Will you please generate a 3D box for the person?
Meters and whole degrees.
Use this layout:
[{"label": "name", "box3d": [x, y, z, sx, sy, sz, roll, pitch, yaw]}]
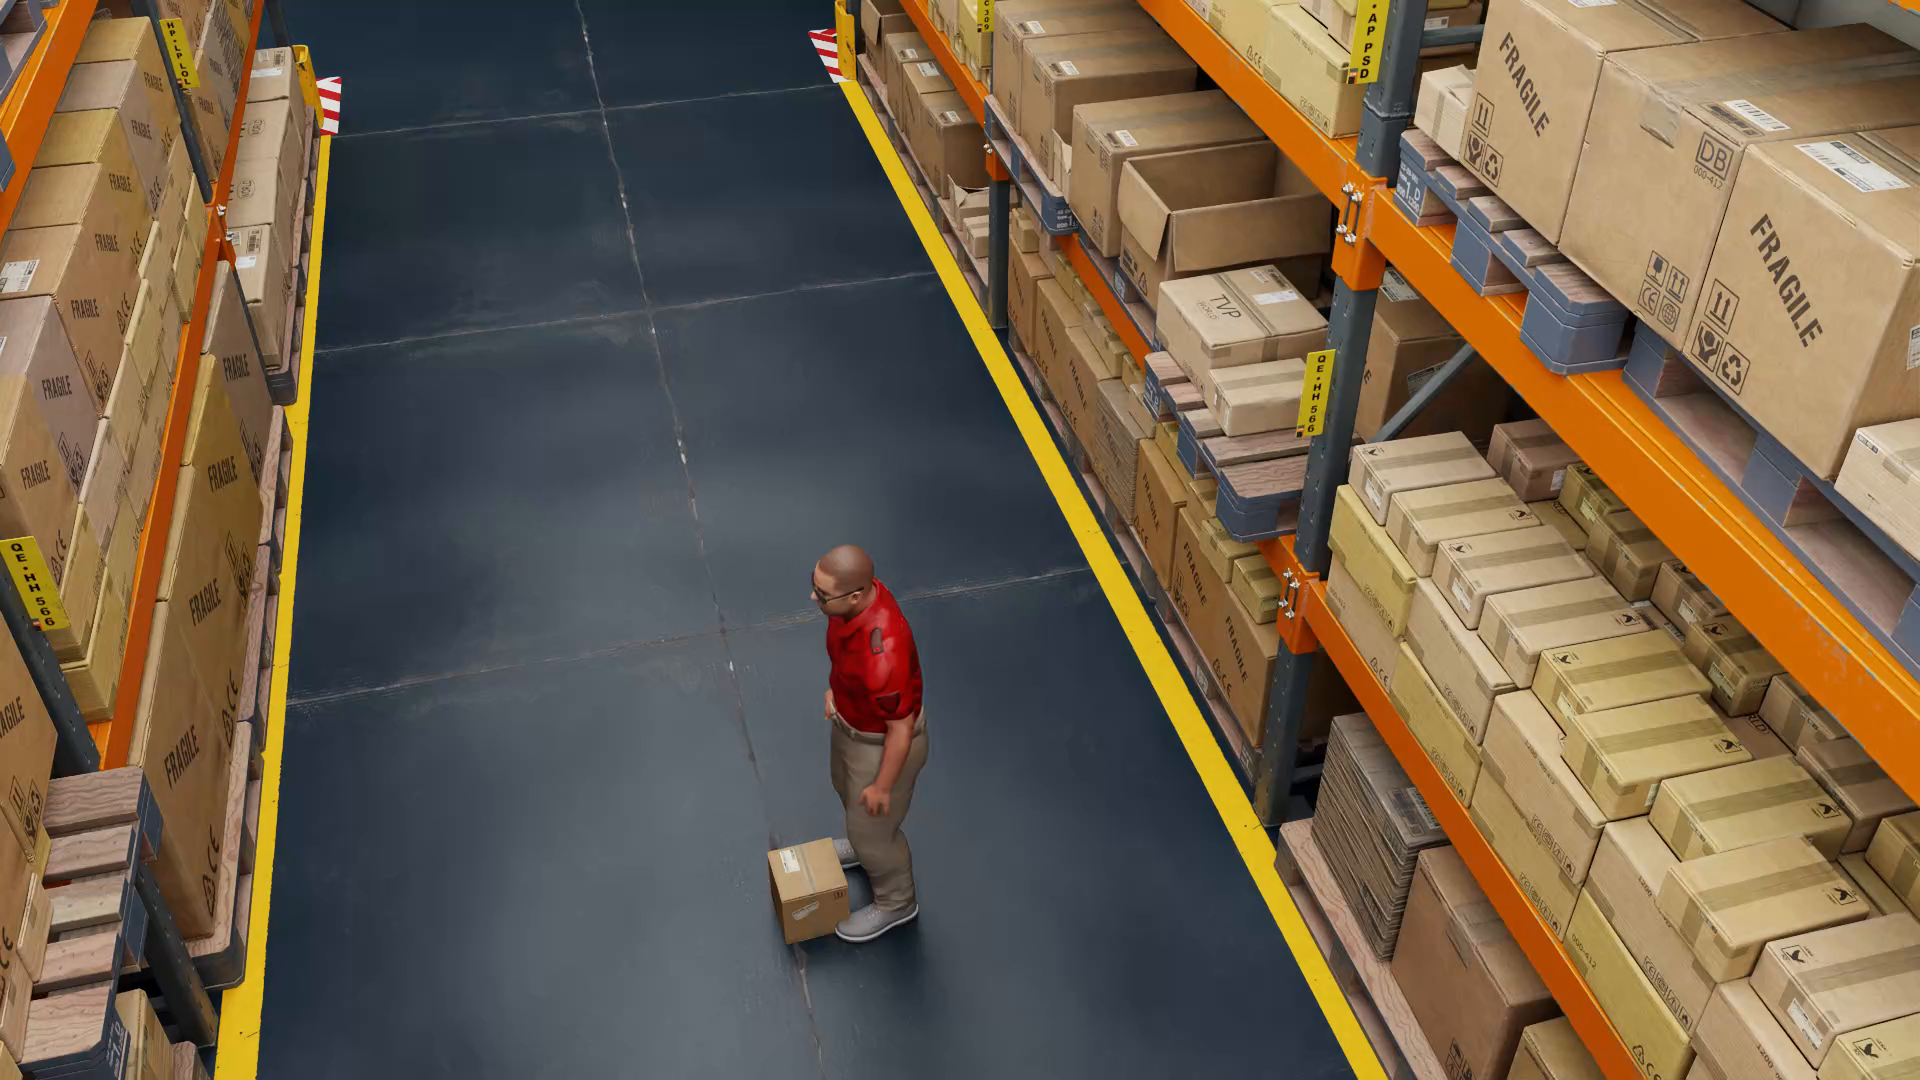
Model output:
[{"label": "person", "box3d": [-0.323, 0.688, 5.842, 0.385, 1.728, 0.605, -11, 39, -14]}]
